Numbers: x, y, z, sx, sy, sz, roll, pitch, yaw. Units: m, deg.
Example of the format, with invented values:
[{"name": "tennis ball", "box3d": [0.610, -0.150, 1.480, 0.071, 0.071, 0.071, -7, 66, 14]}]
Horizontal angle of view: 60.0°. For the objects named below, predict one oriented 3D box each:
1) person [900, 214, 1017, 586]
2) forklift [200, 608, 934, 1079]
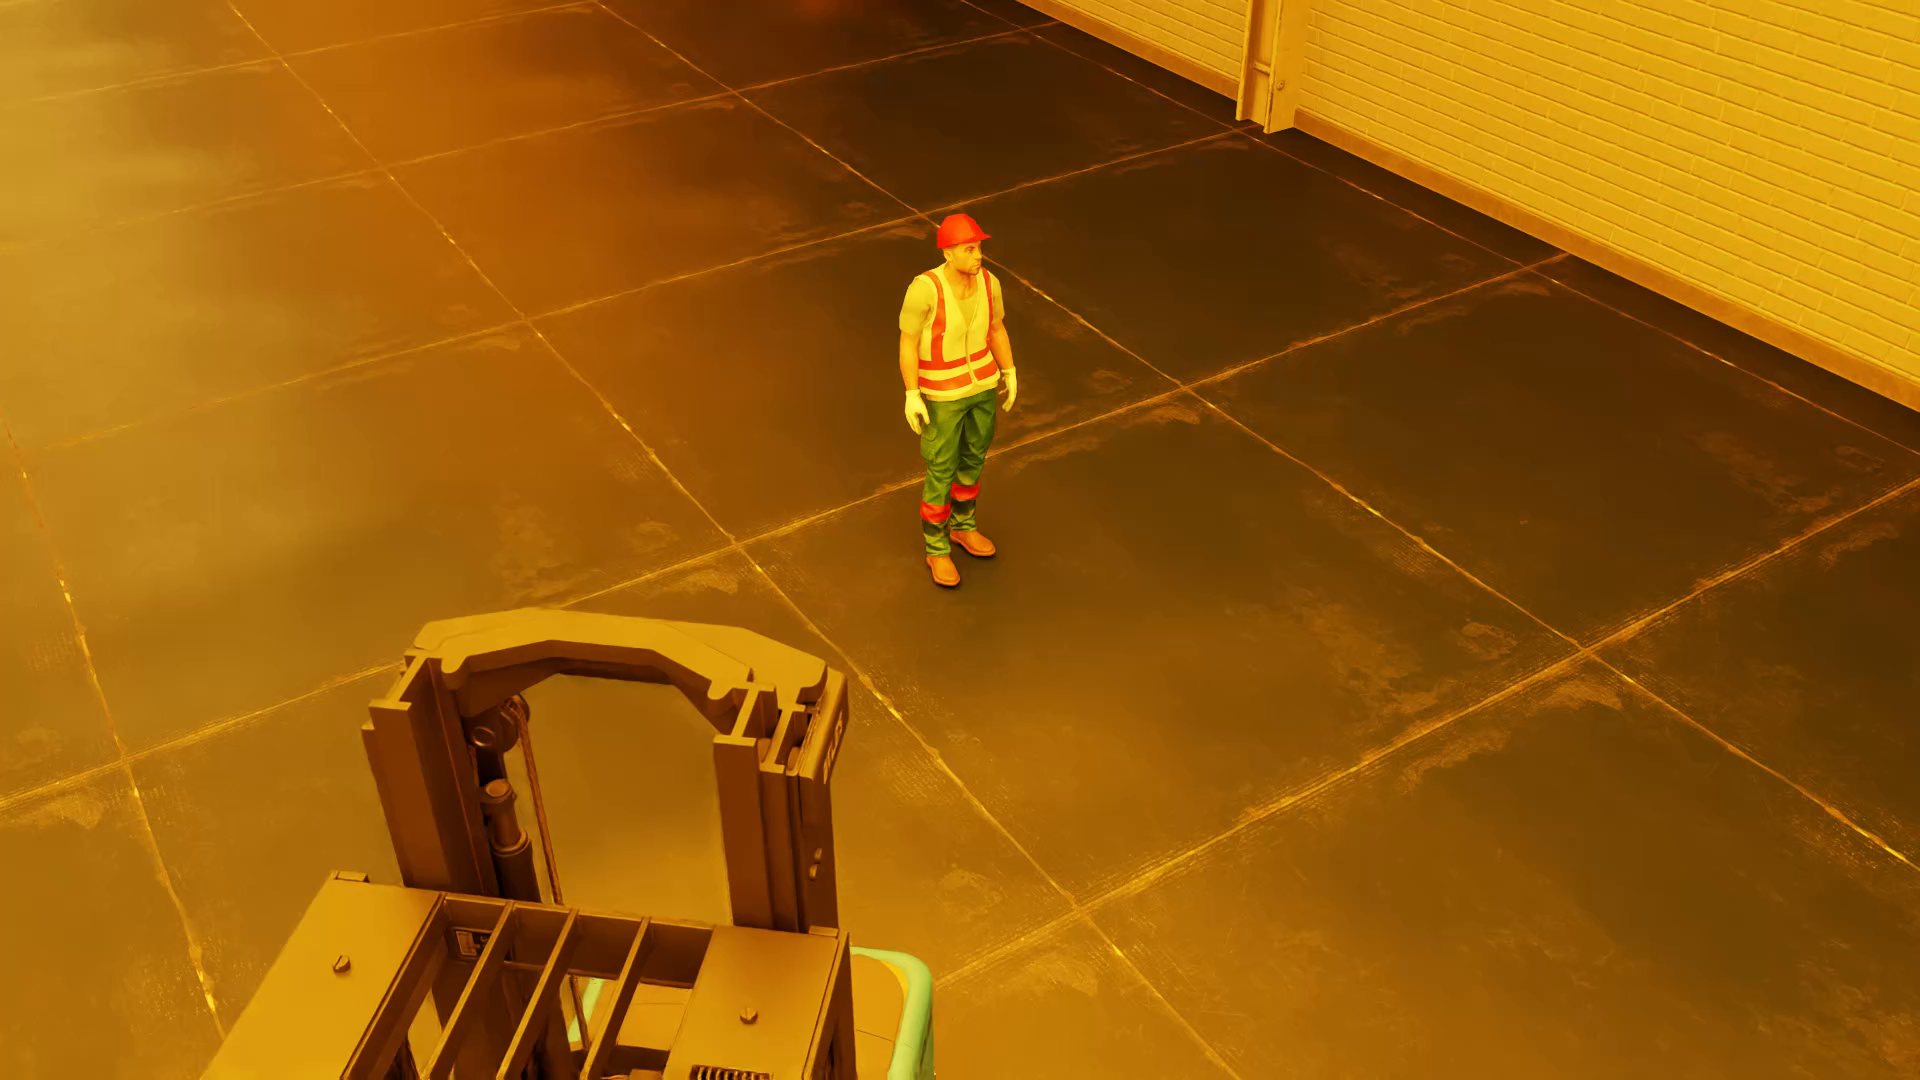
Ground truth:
[{"name": "person", "box3d": [0.034, -0.695, 8.117, 0.637, 1.790, 0.562, -21, 40, -27]}, {"name": "forklift", "box3d": [-0.799, 1.735, 3.679, 1.130, 2.935, 3.031, 5, 35, 7]}]
